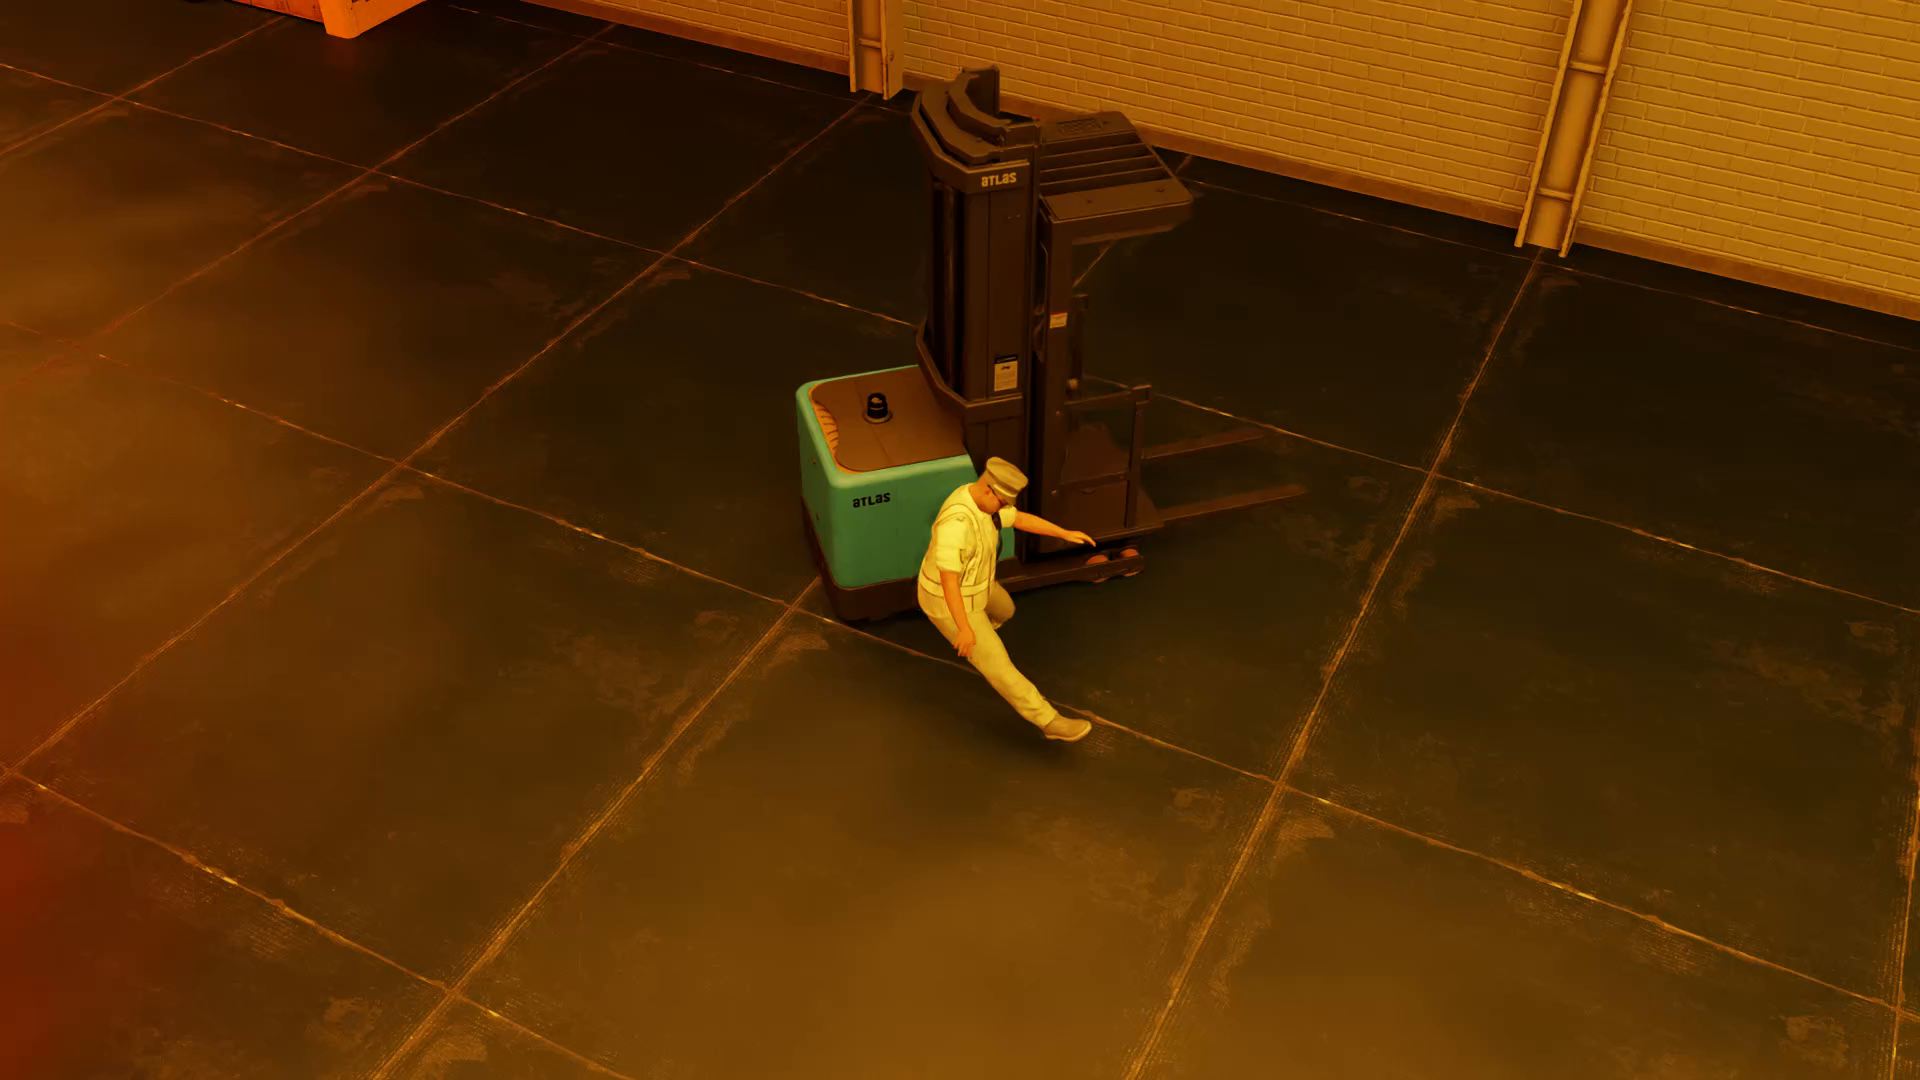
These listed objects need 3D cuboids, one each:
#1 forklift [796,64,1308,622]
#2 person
[{"bbox_3d":[0.606,-1.184,9.392,3.031,2.935,1.130,-11,41,-12],"label":"forklift"},{"bbox_3d":[0.305,0.256,8.794,1.141,1.514,0.979,16,43,18],"label":"person"}]
